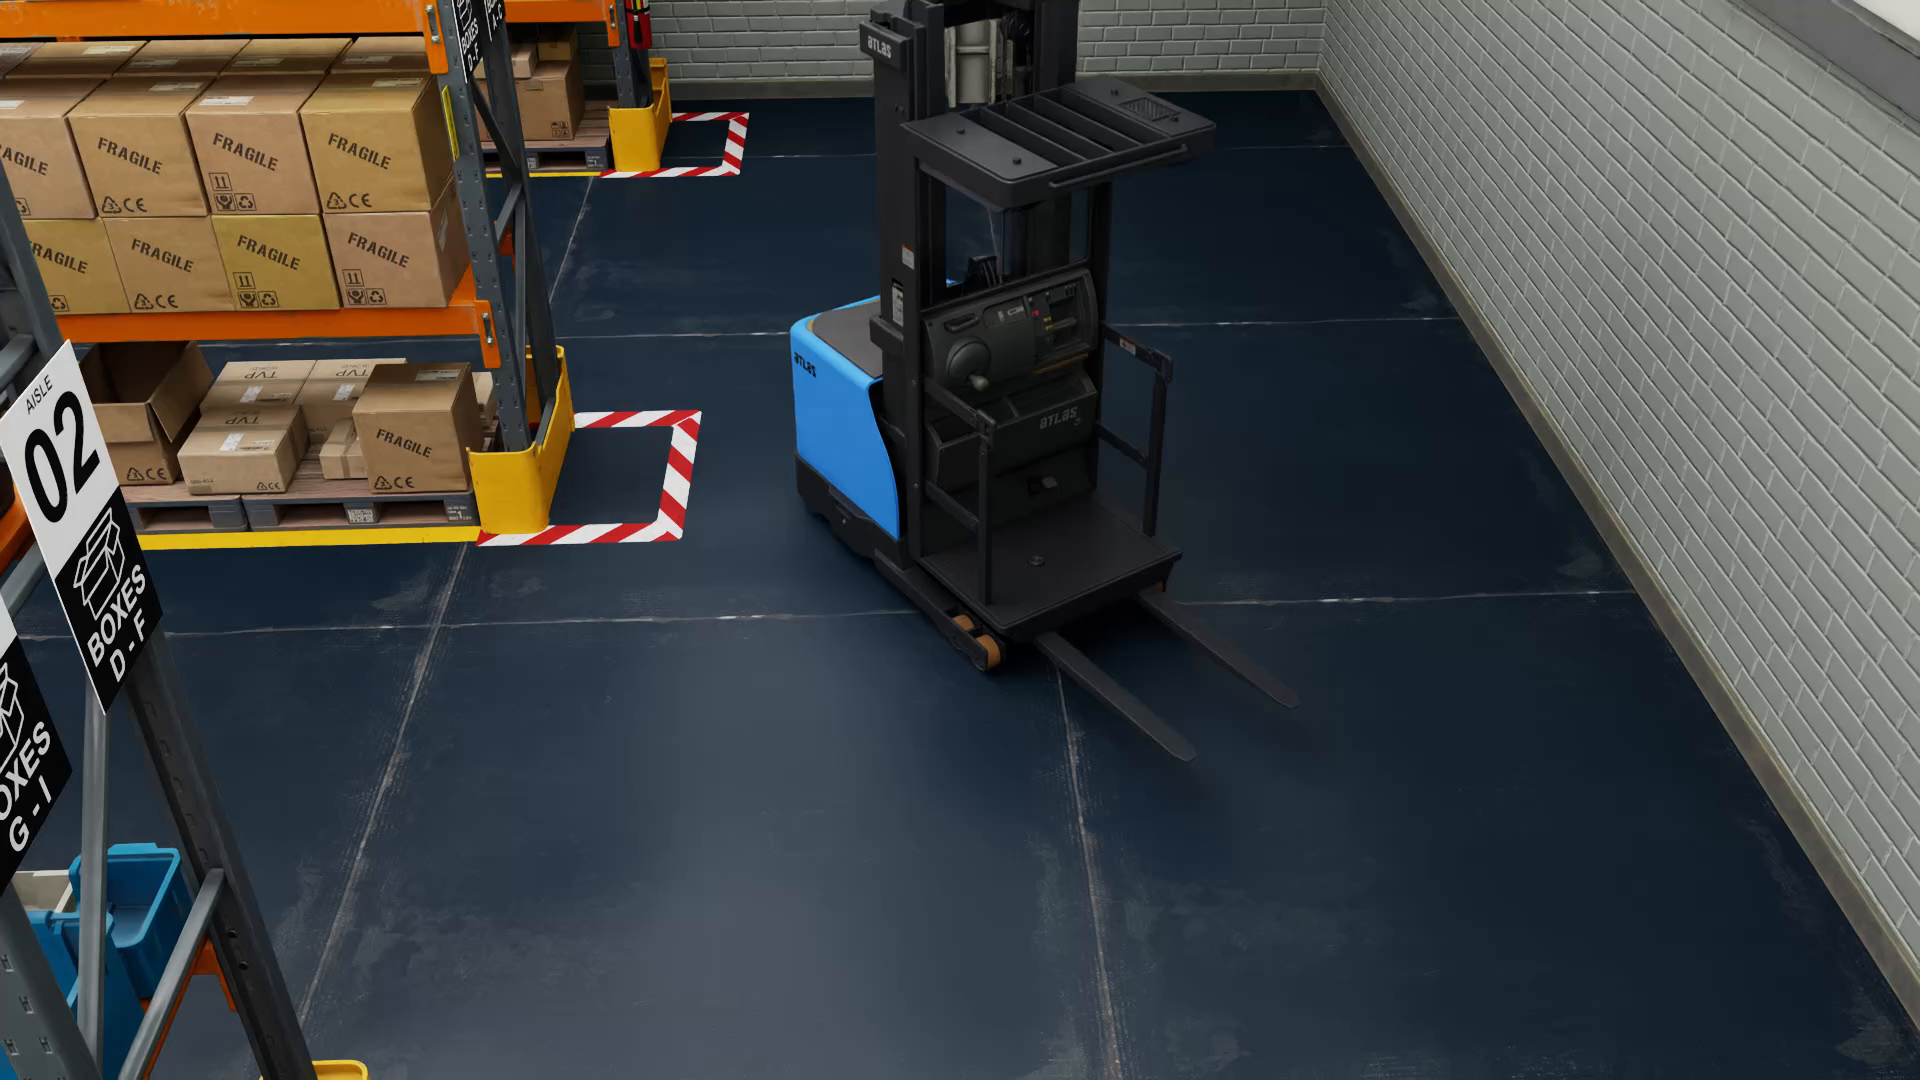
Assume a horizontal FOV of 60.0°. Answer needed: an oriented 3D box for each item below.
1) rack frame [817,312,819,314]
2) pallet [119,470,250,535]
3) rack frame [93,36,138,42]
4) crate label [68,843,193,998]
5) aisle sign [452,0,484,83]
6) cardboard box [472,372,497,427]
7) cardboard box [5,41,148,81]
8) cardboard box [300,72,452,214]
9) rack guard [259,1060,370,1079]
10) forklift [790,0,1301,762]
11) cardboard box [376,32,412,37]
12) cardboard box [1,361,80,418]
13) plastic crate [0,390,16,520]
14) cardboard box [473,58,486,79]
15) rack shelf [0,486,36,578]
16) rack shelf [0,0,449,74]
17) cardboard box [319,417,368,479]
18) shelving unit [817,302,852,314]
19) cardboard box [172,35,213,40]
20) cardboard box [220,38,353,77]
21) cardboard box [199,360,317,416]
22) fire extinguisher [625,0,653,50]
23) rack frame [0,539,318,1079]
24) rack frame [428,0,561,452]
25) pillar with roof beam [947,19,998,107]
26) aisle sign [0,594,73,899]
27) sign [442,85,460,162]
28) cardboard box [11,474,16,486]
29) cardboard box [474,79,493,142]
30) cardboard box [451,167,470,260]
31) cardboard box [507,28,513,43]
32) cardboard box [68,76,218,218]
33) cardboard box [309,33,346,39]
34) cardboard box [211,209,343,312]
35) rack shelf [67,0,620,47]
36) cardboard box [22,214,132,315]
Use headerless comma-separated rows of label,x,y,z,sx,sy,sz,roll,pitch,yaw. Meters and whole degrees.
rack frame,-0.696,-0.799,9.114,0.006,0.900,0.240,-22,40,-28
pallet,-4.405,-0.397,9.138,1.213,0.211,1.003,-2,35,-2
rack frame,-6.550,-4.307,12.337,0.127,3.000,1.000,-2,35,-2
crate label,-2.348,1.081,4.647,0.303,0.233,0.416,-2,35,-2
aisle sign,-2.234,-2.496,7.436,0.004,0.787,0.394,-2,35,-2
cardboard box,-2.751,-0.792,9.376,0.250,0.149,0.380,-2,35,-2
cardboard box,-4.302,-2.146,8.248,0.500,0.500,0.500,-2,35,-3
cardboard box,-2.748,-1.883,7.868,0.500,0.500,0.500,-2,35,-3
rack guard,-2.063,2.237,5.079,0.348,0.500,1.175,-2,35,-2
forklift,0.368,-0.902,7.478,1.130,2.935,3.031,-22,40,-28
cardboard box,-4.400,-3.832,12.909,0.250,0.149,0.380,-1,35,-2
cardboard box,-5.007,-0.763,9.193,0.500,0.311,0.500,-2,35,-2
plastic crate,-2.484,-0.111,3.753,0.590,0.269,0.497,-2,35,-2
cardboard box,-3.624,-3.636,12.626,0.250,0.149,0.380,-1,35,-1
rack shelf,-4.084,0.333,3.629,4.000,0.370,1.077,-2,35,-2
rack shelf,-4.314,-2.483,7.698,4.000,0.370,1.077,-2,35,-2
cardboard box,-3.257,-0.500,8.940,0.250,0.166,0.380,-2,35,-2
shelving unit,-0.613,-0.832,9.161,0.210,0.900,0.258,-22,40,-28
cardboard box,-5.953,-3.789,12.847,0.250,0.149,0.380,-2,35,-3
cardboard box,-3.294,-2.171,8.284,0.500,0.500,0.500,-1,35,-2
cardboard box,-3.872,-0.769,9.255,0.500,0.250,0.500,-2,35,-2
fire extinguisher,-2.382,-3.971,12.248,0.183,0.674,0.296,-2,35,-2
rack frame,-2.086,1.217,4.356,0.127,3.000,1.000,-2,35,-2
rack frame,-2.317,-1.599,8.424,0.127,3.000,1.000,-2,35,-2
pillar with roof beam,0.305,-4.999,8.065,0.400,9.000,9.100,-2,35,-2
aisle sign,-2.000,0.313,3.378,0.004,0.787,0.394,-2,35,-2
sign,-2.310,-1.889,7.548,0.005,0.325,0.100,-2,35,-2
cardboard box,-5.019,-0.424,8.830,0.250,0.166,0.380,-2,35,-2
cardboard box,-3.749,-3.470,12.956,0.500,0.500,0.700,-2,35,-2
cardboard box,-2.772,-1.778,8.595,0.500,0.500,0.500,-1,35,-1
cardboard box,-3.640,-3.853,12.940,0.250,0.149,0.380,-1,35,-2
cardboard box,-3.770,-1.852,7.824,0.500,0.500,0.500,-1,35,-1
cardboard box,-4.911,-3.818,12.889,0.250,0.149,0.380,-1,35,-2
cardboard box,-3.269,-1.457,8.132,0.500,0.500,0.500,-1,35,-2
rack shelf,-4.553,-4.065,12.620,4.000,0.370,1.077,-2,35,-2
cardboard box,-4.271,-1.433,8.097,0.500,0.500,0.500,-2,35,-3
